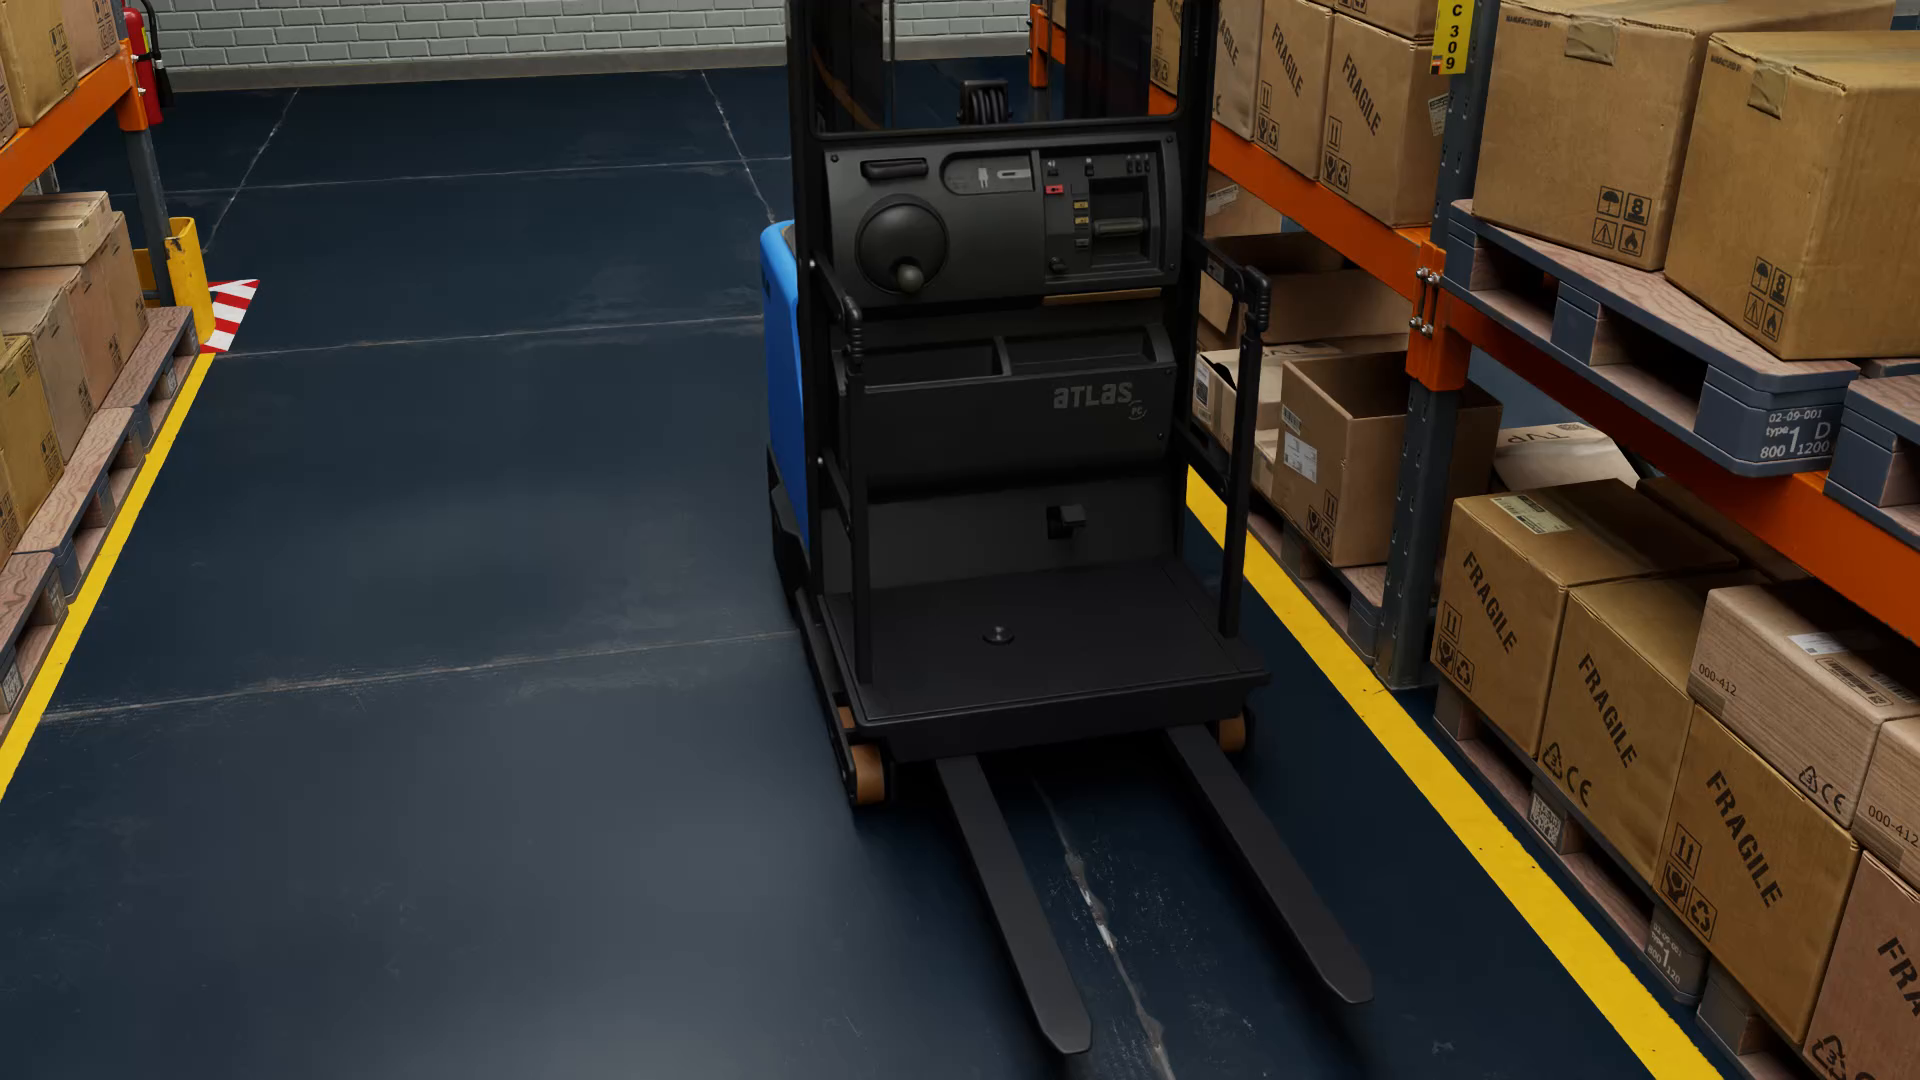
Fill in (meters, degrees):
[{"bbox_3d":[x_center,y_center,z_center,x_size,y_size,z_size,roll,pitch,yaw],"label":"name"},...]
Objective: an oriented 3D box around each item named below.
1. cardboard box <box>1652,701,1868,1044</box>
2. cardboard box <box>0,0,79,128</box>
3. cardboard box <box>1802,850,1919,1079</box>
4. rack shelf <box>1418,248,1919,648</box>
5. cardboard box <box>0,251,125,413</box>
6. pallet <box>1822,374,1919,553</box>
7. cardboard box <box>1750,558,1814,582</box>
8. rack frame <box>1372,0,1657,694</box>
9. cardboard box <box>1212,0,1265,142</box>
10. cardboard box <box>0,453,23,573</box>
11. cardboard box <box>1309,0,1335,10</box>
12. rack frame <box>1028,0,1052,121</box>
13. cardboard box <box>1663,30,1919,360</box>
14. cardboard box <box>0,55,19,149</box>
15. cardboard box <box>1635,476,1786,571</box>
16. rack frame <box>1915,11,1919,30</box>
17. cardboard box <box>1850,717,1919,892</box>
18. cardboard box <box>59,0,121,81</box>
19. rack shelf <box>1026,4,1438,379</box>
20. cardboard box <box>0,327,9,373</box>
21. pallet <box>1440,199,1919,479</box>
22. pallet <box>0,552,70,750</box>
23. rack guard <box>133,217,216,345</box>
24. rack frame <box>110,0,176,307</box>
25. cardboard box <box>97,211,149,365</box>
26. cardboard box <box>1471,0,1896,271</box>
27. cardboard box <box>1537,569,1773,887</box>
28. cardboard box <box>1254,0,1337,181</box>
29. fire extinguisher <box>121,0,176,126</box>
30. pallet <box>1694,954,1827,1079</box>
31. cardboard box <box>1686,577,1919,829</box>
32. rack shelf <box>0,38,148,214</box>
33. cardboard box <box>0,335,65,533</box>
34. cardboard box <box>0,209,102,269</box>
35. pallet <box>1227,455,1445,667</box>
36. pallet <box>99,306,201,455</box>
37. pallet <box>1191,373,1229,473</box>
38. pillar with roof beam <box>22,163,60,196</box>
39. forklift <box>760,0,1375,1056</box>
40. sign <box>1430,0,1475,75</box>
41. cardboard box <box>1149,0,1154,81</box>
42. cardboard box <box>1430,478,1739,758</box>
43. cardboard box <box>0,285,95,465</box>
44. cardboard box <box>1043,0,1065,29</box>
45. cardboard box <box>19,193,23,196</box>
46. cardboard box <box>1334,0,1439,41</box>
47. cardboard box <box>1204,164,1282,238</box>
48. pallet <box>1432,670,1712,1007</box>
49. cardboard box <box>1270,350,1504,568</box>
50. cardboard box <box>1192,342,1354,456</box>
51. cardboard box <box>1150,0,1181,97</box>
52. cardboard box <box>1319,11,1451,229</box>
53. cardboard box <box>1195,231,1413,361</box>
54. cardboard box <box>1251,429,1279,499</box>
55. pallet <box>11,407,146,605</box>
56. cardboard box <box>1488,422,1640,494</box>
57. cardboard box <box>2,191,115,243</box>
[{"bbox_3d":[1.839,0.643,3.433,0.500,0.500,0.500,-6,27,-11],"label":"cardboard box"},{"bbox_3d":[-3.696,-1.811,5.676,0.980,0.700,0.700,-6,27,-12],"label":"cardboard box"},{"bbox_3d":[1.953,0.865,2.993,0.500,0.500,0.500,-7,28,-14],"label":"cardboard box"},{"bbox_3d":[2.182,0.233,2.759,1.077,0.370,4.000,-6,27,-12],"label":"rack shelf"},{"bbox_3d":[-3.628,-0.773,6.260,0.700,0.500,0.500,-6,27,-12],"label":"cardboard box"},{"bbox_3d":[2.190,0.022,2.591,1.003,0.211,1.213,-6,27,-12],"label":"pallet"},{"bbox_3d":[2.225,0.358,3.997,0.500,0.500,0.500,-6,27,-11],"label":"cardboard box"},{"bbox_3d":[1.731,-0.967,4.336,1.000,3.000,0.127,-6,27,-12],"label":"rack frame"},{"bbox_3d":[1.133,-1.656,5.591,0.500,0.500,0.500,-5,27,-10],"label":"cardboard box"},{"bbox_3d":[-3.273,-0.093,4.914,0.700,0.500,0.500,-6,27,-12],"label":"cardboard box"},{"bbox_3d":[1.247,-1.878,4.921,0.500,0.500,0.500,-6,27,-13],"label":"cardboard box"},{"bbox_3d":[0.830,-2.723,7.815,1.000,3.000,0.127,-6,27,-12],"label":"rack frame"},{"bbox_3d":[1.837,-0.673,3.177,0.700,0.500,0.500,-2,27,-3],"label":"cardboard box"},{"bbox_3d":[-3.533,-1.475,5.011,0.980,0.700,0.700,-7,28,-14],"label":"cardboard box"},{"bbox_3d":[2.122,0.140,4.429,0.500,0.500,0.500,-6,27,-12],"label":"cardboard box"},{"bbox_3d":[5.657,-3.224,8.809,1.000,3.000,0.127,-6,27,-12],"label":"rack frame"},{"bbox_3d":[1.942,0.514,2.856,0.500,0.250,0.500,-6,27,-13],"label":"cardboard box"},{"bbox_3d":[-3.871,-2.129,6.306,0.980,0.700,0.700,-5,27,-9],"label":"cardboard box"},{"bbox_3d":[1.281,-1.523,6.238,1.077,0.370,4.000,-6,27,-12],"label":"rack shelf"},{"bbox_3d":[-3.180,-0.560,5.118,0.380,0.149,0.250,-7,28,-13],"label":"cardboard box"},{"bbox_3d":[1.805,-0.519,3.662,1.003,0.211,1.213,-6,27,-12],"label":"pallet"},{"bbox_3d":[-3.189,0.441,4.642,1.003,0.211,1.213,-6,27,-12],"label":"pallet"},{"bbox_3d":[-4.001,-1.113,7.400,1.175,0.500,0.348,-6,27,-12],"label":"rack guard"},{"bbox_3d":[-3.996,-2.218,6.815,1.000,3.000,0.127,-6,27,-12],"label":"rack frame"},{"bbox_3d":[-3.740,-0.992,6.695,0.700,0.500,0.500,-6,27,-12],"label":"cardboard box"},{"bbox_3d":[1.620,-0.968,3.762,0.700,0.500,0.500,-16,31,-29],"label":"cardboard box"},{"bbox_3d":[1.734,0.423,3.869,0.500,0.500,0.500,-6,27,-11],"label":"cardboard box"},{"bbox_3d":[1.251,-1.431,5.145,0.500,0.500,0.500,-5,27,-10],"label":"cardboard box"},{"bbox_3d":[-3.580,-2.130,7.141,0.296,0.674,0.183,-6,27,-12],"label":"fire extinguisher"},{"bbox_3d":[2.230,1.168,3.201,1.003,0.211,1.213,-6,27,-12],"label":"pallet"},{"bbox_3d":[1.828,0.294,3.292,0.500,0.250,0.500,-6,27,-11],"label":"cardboard box"},{"bbox_3d":[-3.545,-1.019,5.238,1.077,0.370,4.000,-6,27,-12],"label":"rack shelf"},{"bbox_3d":[-3.386,-0.319,5.360,0.700,0.500,0.500,-5,27,-10],"label":"cardboard box"},{"bbox_3d":[-3.476,-1.132,6.252,0.380,0.149,0.250,-5,27,-10],"label":"cardboard box"},{"bbox_3d":[1.577,-0.023,5.562,1.003,0.211,1.213,-6,27,-12],"label":"pallet"},{"bbox_3d":[-3.739,-0.630,6.764,1.003,0.211,1.213,-6,27,-12],"label":"pallet"},{"bbox_3d":[1.299,-0.560,6.625,1.003,0.211,1.213,-6,27,-12],"label":"pallet"},{"bbox_3d":[-1.253,-6.431,8.504,9.100,9.000,0.400,-6,27,-12],"label":"pillar with roof beam"},{"bbox_3d":[0.173,-0.800,4.082,1.130,2.935,3.031,-6,27,-12],"label":"forklift"},{"bbox_3d":[1.204,-1.295,4.025,0.100,0.325,0.005,-6,27,-12],"label":"sign"},{"bbox_3d":[0.905,-2.099,6.469,0.500,0.500,0.500,-6,27,-12],"label":"cardboard box"},{"bbox_3d":[1.603,0.190,4.331,0.500,0.500,0.500,-7,28,-14],"label":"cardboard box"},{"bbox_3d":[-3.514,-0.552,5.823,0.700,0.500,0.500,-7,28,-13],"label":"cardboard box"},{"bbox_3d":[0.673,-2.546,7.354,0.500,0.500,0.500,-5,27,-11],"label":"cardboard box"},{"bbox_3d":[-3.963,-1.317,6.618,0.380,0.149,0.250,-6,27,-11],"label":"cardboard box"},{"bbox_3d":[1.365,-1.653,4.476,0.500,0.500,0.500,-6,27,-11],"label":"cardboard box"},{"bbox_3d":[1.192,-1.589,7.856,0.500,0.500,0.500,-6,27,-12],"label":"cardboard box"},{"bbox_3d":[1.951,0.632,4.265,1.003,0.211,1.213,-6,27,-12],"label":"pallet"},{"bbox_3d":[1.327,-0.268,5.239,0.500,0.500,0.500,-6,27,-12],"label":"cardboard box"},{"bbox_3d":[1.157,-0.513,5.934,0.500,0.311,0.500,-6,27,-12],"label":"cardboard box"},{"bbox_3d":[1.016,-1.880,6.034,0.500,0.500,0.500,-6,27,-11],"label":"cardboard box"},{"bbox_3d":[1.369,-1.205,4.697,0.500,0.500,0.500,-6,27,-11],"label":"cardboard box"},{"bbox_3d":[1.303,-0.873,6.433,0.797,0.503,0.637,-6,27,-12],"label":"cardboard box"},{"bbox_3d":[1.184,-0.270,5.632,0.380,0.149,0.250,-6,27,-12],"label":"cardboard box"},{"bbox_3d":[-3.468,-0.095,5.705,1.003,0.211,1.213,-6,27,-12],"label":"pallet"},{"bbox_3d":[1.847,-0.169,5.252,0.500,0.311,0.500,-6,27,-12],"label":"cardboard box"},{"bbox_3d":[-3.534,-1.244,6.474,0.380,0.149,0.250,-6,27,-12],"label":"cardboard box"}]
